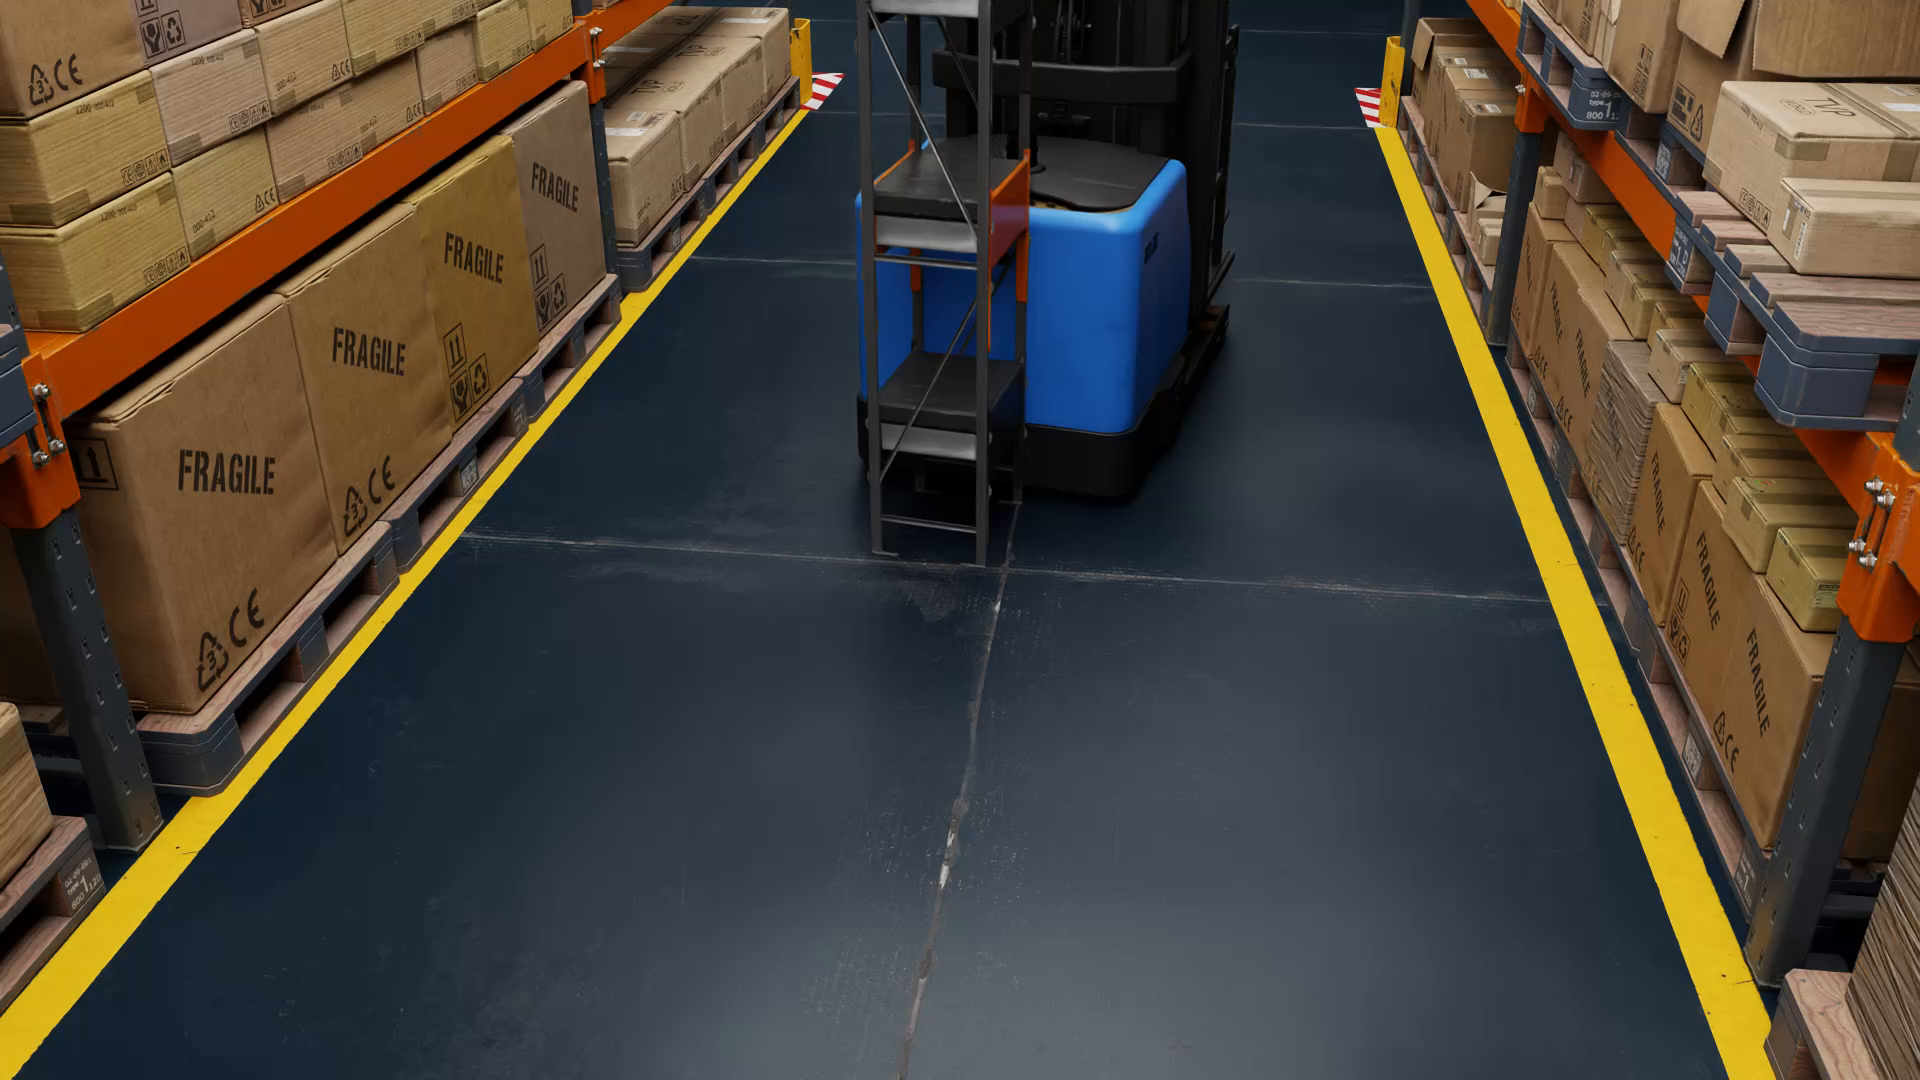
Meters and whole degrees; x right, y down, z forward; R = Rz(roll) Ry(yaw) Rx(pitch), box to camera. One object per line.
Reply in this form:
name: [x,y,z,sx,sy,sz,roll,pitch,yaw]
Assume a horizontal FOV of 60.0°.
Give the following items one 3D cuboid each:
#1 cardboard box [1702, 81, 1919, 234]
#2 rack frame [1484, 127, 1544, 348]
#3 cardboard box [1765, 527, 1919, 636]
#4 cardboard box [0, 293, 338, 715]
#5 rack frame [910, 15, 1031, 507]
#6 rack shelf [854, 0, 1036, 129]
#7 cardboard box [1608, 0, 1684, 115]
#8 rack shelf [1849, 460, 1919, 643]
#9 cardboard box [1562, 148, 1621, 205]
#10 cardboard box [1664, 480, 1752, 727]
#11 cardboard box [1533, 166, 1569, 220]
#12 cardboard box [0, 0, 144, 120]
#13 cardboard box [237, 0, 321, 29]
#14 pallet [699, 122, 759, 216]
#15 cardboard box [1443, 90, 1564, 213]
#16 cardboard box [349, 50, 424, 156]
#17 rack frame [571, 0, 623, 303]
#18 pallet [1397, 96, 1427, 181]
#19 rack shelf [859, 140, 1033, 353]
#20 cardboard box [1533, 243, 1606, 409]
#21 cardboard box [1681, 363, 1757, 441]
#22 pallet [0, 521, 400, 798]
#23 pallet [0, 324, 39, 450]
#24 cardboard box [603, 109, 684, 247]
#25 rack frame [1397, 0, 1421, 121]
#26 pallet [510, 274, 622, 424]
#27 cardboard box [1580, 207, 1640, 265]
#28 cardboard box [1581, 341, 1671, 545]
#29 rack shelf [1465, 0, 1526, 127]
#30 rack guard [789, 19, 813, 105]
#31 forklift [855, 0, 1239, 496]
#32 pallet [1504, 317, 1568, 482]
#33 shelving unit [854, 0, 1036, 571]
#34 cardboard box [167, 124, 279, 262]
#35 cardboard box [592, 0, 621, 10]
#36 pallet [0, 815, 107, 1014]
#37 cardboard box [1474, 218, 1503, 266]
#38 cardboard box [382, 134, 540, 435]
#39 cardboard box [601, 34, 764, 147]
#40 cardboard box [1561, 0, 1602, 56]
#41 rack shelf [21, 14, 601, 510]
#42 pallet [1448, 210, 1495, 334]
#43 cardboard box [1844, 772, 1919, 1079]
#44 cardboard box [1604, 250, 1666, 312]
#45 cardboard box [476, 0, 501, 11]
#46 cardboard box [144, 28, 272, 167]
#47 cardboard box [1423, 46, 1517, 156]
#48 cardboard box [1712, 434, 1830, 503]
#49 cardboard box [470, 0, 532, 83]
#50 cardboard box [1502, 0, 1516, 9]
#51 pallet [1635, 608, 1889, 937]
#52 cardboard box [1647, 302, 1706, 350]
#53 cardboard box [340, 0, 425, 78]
cardboard box: [2.148,-0.920,4.010,0.500,0.250,0.500,2,28,4]
rack frame: [2.830,-2.169,6.613,1.000,3.000,0.127,3,28,6]
cardboard box: [2.149,0.097,3.916,0.380,0.149,0.250,2,28,4]
cardboard box: [-2.420,-0.142,4.649,0.875,0.875,0.875,3,28,6]
rack frame: [0.031,-1.073,5.528,0.400,2.100,0.015,8,29,14]
rack shelf: [-0.037,-1.566,4.996,0.431,0.518,0.480,8,29,14]
cardboard box: [2.389,-1.570,4.953,0.700,0.500,0.500,3,28,6]
rack shelf: [2.095,0.972,1.541,1.077,0.370,4.000,3,28,6]
cardboard box: [2.538,-1.391,6.365,0.380,0.149,0.250,2,28,4]
cardboard box: [2.250,0.183,4.440,0.500,0.500,0.500,3,28,5]
cardboard box: [2.522,-1.385,6.667,0.380,0.149,0.250,5,29,9]
cardboard box: [-2.284,-1.275,3.794,0.500,0.500,0.500,2,28,5]
cardboard box: [-2.154,-1.751,4.678,0.500,0.500,0.500,4,29,8]
pallet: [-1.779,-2.157,9.531,1.003,0.211,1.213,3,28,6]
cardboard box: [2.880,-1.965,8.427,0.700,0.500,0.500,2,28,4]
cardboard box: [-2.105,-1.444,5.426,0.500,0.250,0.500,3,28,6]
rack frame: [-2.097,-2.455,7.145,1.000,3.000,0.127,3,28,6]
pallet: [3.214,-2.413,10.006,1.003,0.211,1.213,3,28,6]
rack shelf: [-0.037,-0.950,5.328,0.431,0.518,0.480,8,29,14]
cardboard box: [2.492,-0.787,6.241,0.500,0.500,0.500,3,28,6]
cardboard box: [2.335,-0.394,4.827,0.380,0.149,0.250,3,28,5]
pallet: [-2.416,0.289,4.992,1.003,0.211,1.213,3,28,6]
pallet: [-2.569,-0.146,3.061,1.213,0.211,1.003,3,28,6]
cardboard box: [-1.913,-1.801,8.190,0.875,0.438,0.875,3,28,5]
rack frame: [3.320,-4.051,10.108,1.000,3.000,0.127,3,28,6]
pallet: [-2.117,-0.860,7.124,1.003,0.211,1.213,3,28,6]
cardboard box: [2.545,-1.129,6.191,0.380,0.149,0.250,2,28,4]
cardboard box: [2.357,-0.309,5.353,0.500,0.500,0.500,2,28,4]
rack shelf: [3.075,-2.793,8.531,1.077,0.370,4.000,3,28,6]
rack guard: [-1.604,-3.249,11.254,1.175,0.500,0.348,3,28,6]
forklift: [0.560,-2.127,6.608,1.130,2.935,3.031,9,30,16]
pallet: [2.768,-0.556,6.559,1.003,0.211,1.213,3,28,6]
shelving unit: [-0.037,-0.962,5.322,0.431,2.100,0.503,8,29,14]
cardboard box: [-2.232,-0.965,4.536,0.500,0.250,0.500,3,28,5]
cardboard box: [-1.780,-2.705,7.503,0.500,0.500,0.500,4,29,8]
pallet: [-2.684,1.023,3.629,1.003,0.211,1.213,3,28,6]
cardboard box: [2.607,-1.378,7.708,0.380,0.149,0.250,3,28,5]
cardboard box: [-2.196,-0.983,6.209,0.875,0.875,0.875,4,29,8]
cardboard box: [-1.692,-2.647,9.760,0.875,0.438,0.875,4,29,8]
cardboard box: [2.485,-1.939,5.638,0.700,0.500,0.500,4,29,7]
rack shelf: [-2.342,-1.197,5.568,1.077,0.370,4.000,3,28,6]
pallet: [2.915,-1.264,7.874,1.003,0.211,1.213,3,28,6]
cardboard box: [2.250,0.868,3.038,0.875,0.625,0.625,4,29,8]
cardboard box: [2.457,-0.884,5.736,0.380,0.149,0.250,3,28,6]
cardboard box: [-1.963,-2.152,6.213,0.500,0.250,0.500,4,29,7]
cardboard box: [-2.215,-1.194,4.434,0.500,0.250,0.500,4,29,7]
cardboard box: [3.008,-2.453,9.334,0.700,0.500,0.500,4,29,8]
cardboard box: [2.228,-0.155,4.383,0.380,0.149,0.250,2,28,5]
cardboard box: [-1.965,-1.924,6.316,0.500,0.250,0.500,3,28,5]
cardboard box: [2.636,-2.470,7.438,0.380,0.149,0.250,4,29,8]
pallet: [2.469,0.593,4.427,1.003,0.211,1.213,3,28,6]
cardboard box: [2.420,-0.638,5.281,0.380,0.149,0.250,3,29,6]
cardboard box: [-2.067,-1.666,5.310,0.500,0.250,0.500,4,29,7]
